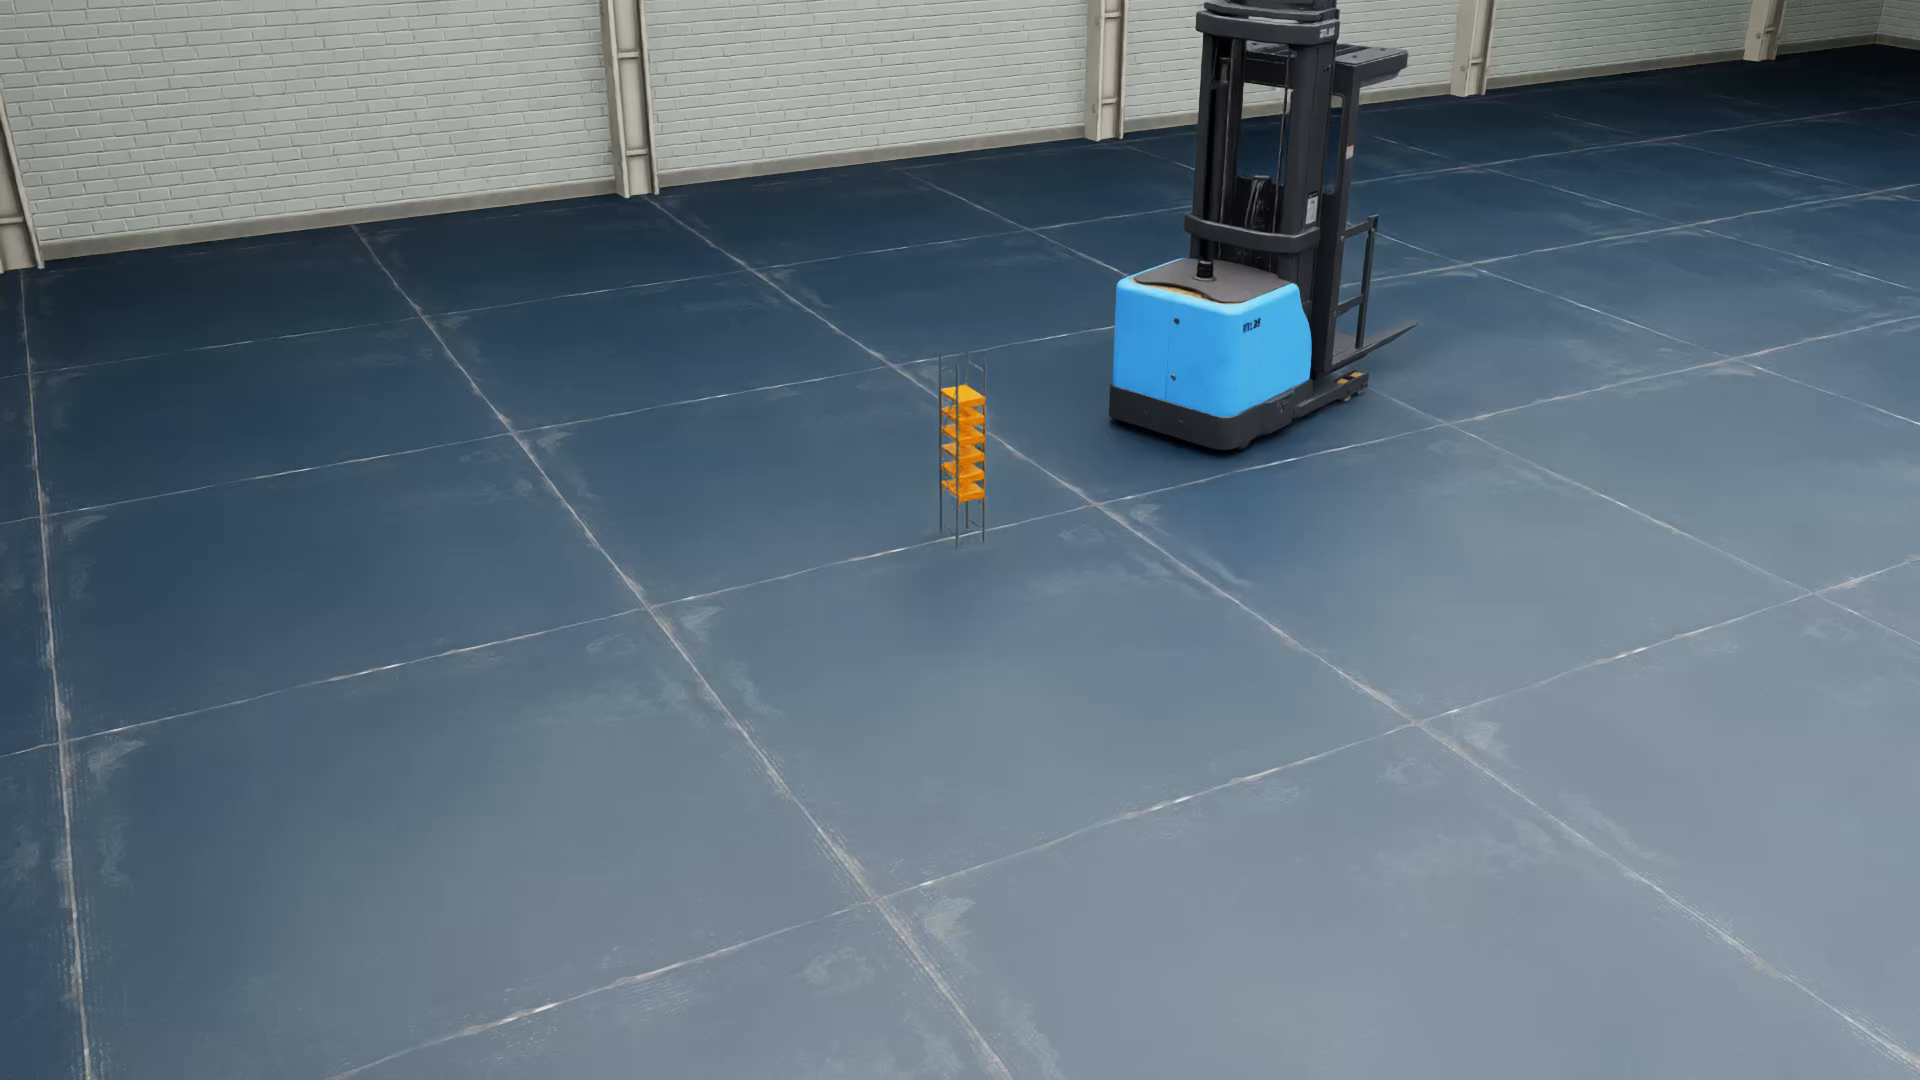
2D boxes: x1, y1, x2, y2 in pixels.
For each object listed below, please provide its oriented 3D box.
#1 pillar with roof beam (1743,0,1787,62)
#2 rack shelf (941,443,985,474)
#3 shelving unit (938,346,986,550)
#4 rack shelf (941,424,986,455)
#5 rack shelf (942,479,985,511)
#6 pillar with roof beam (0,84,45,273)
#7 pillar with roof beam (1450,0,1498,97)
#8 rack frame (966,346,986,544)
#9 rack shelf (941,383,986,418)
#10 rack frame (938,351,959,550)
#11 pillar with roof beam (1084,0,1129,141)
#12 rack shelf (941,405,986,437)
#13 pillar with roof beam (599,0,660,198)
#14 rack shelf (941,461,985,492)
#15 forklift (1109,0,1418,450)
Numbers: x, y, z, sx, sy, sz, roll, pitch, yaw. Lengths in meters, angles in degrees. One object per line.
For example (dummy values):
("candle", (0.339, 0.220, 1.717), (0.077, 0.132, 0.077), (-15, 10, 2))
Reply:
("pillar with roof beam", (14.396, -9.862, 20.393), (0.400, 9.000, 9.100), (-13, 29, -25))
("rack shelf", (0.013, -0.504, 10.016), (0.180, 0.103, 0.258), (-13, 29, -25))
("shelving unit", (0.013, -0.544, 9.996), (0.189, 1.200, 0.258), (-13, 29, -25))
("rack shelf", (0.013, -0.612, 9.964), (0.180, 0.103, 0.258), (-13, 29, -25))
("rack shelf", (0.013, -0.287, 10.120), (0.180, 0.103, 0.258), (-13, 29, -25))
("pillar with roof beam", (-6.781, -4.974, 10.213), (0.400, 9.000, 9.100), (-13, 29, -25))
("pillar with roof beam", (9.101, -8.640, 17.848), (0.400, 9.000, 9.100), (-13, 29, -25))
("rack frame", (0.094, -0.562, 10.035), (0.006, 1.200, 0.240), (-13, 29, -25))
("rack shelf", (0.013, -0.828, 9.860), (0.180, 0.103, 0.258), (-13, 29, -25))
("rack frame", (-0.068, -0.525, 9.958), (0.006, 1.200, 0.240), (-13, 29, -25))
("pillar with roof beam", (3.807, -7.418, 15.303), (0.400, 9.000, 9.100), (-13, 29, -25))
("rack shelf", (0.013, -0.720, 9.912), (0.180, 0.103, 0.258), (-13, 29, -25))
("pillar with roof beam", (-1.487, -6.196, 12.758), (0.400, 9.000, 9.100), (-13, 29, -25))
("rack shelf", (0.013, -0.396, 10.068), (0.180, 0.103, 0.258), (-13, 29, -25))
("forklift", (2.431, -2.488, 12.046), (1.130, 2.935, 3.031), (21, 33, 37))
